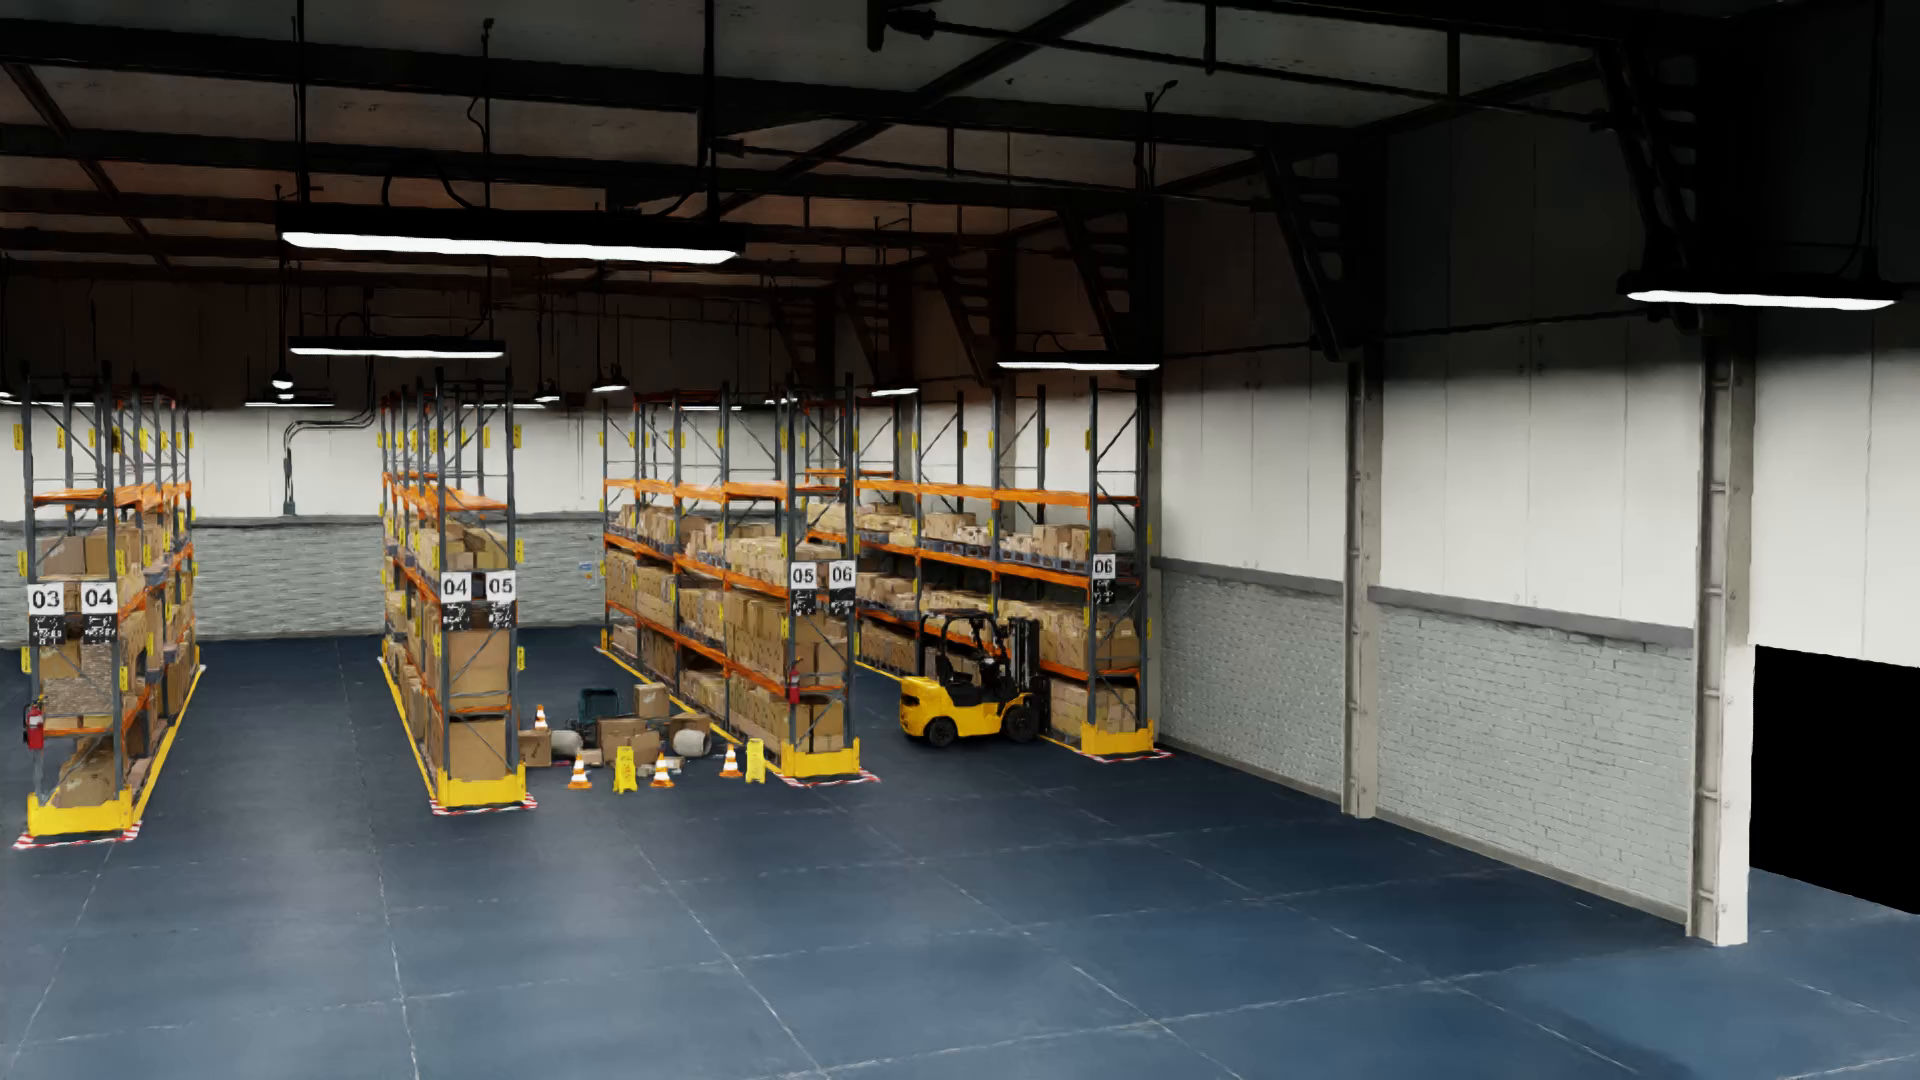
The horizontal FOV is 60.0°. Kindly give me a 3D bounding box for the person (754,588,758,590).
[{"bbox_3d":[-4.891,1.669,40.541,0.516,1.788,0.668,-2,4,-33],"label":"person"}]
